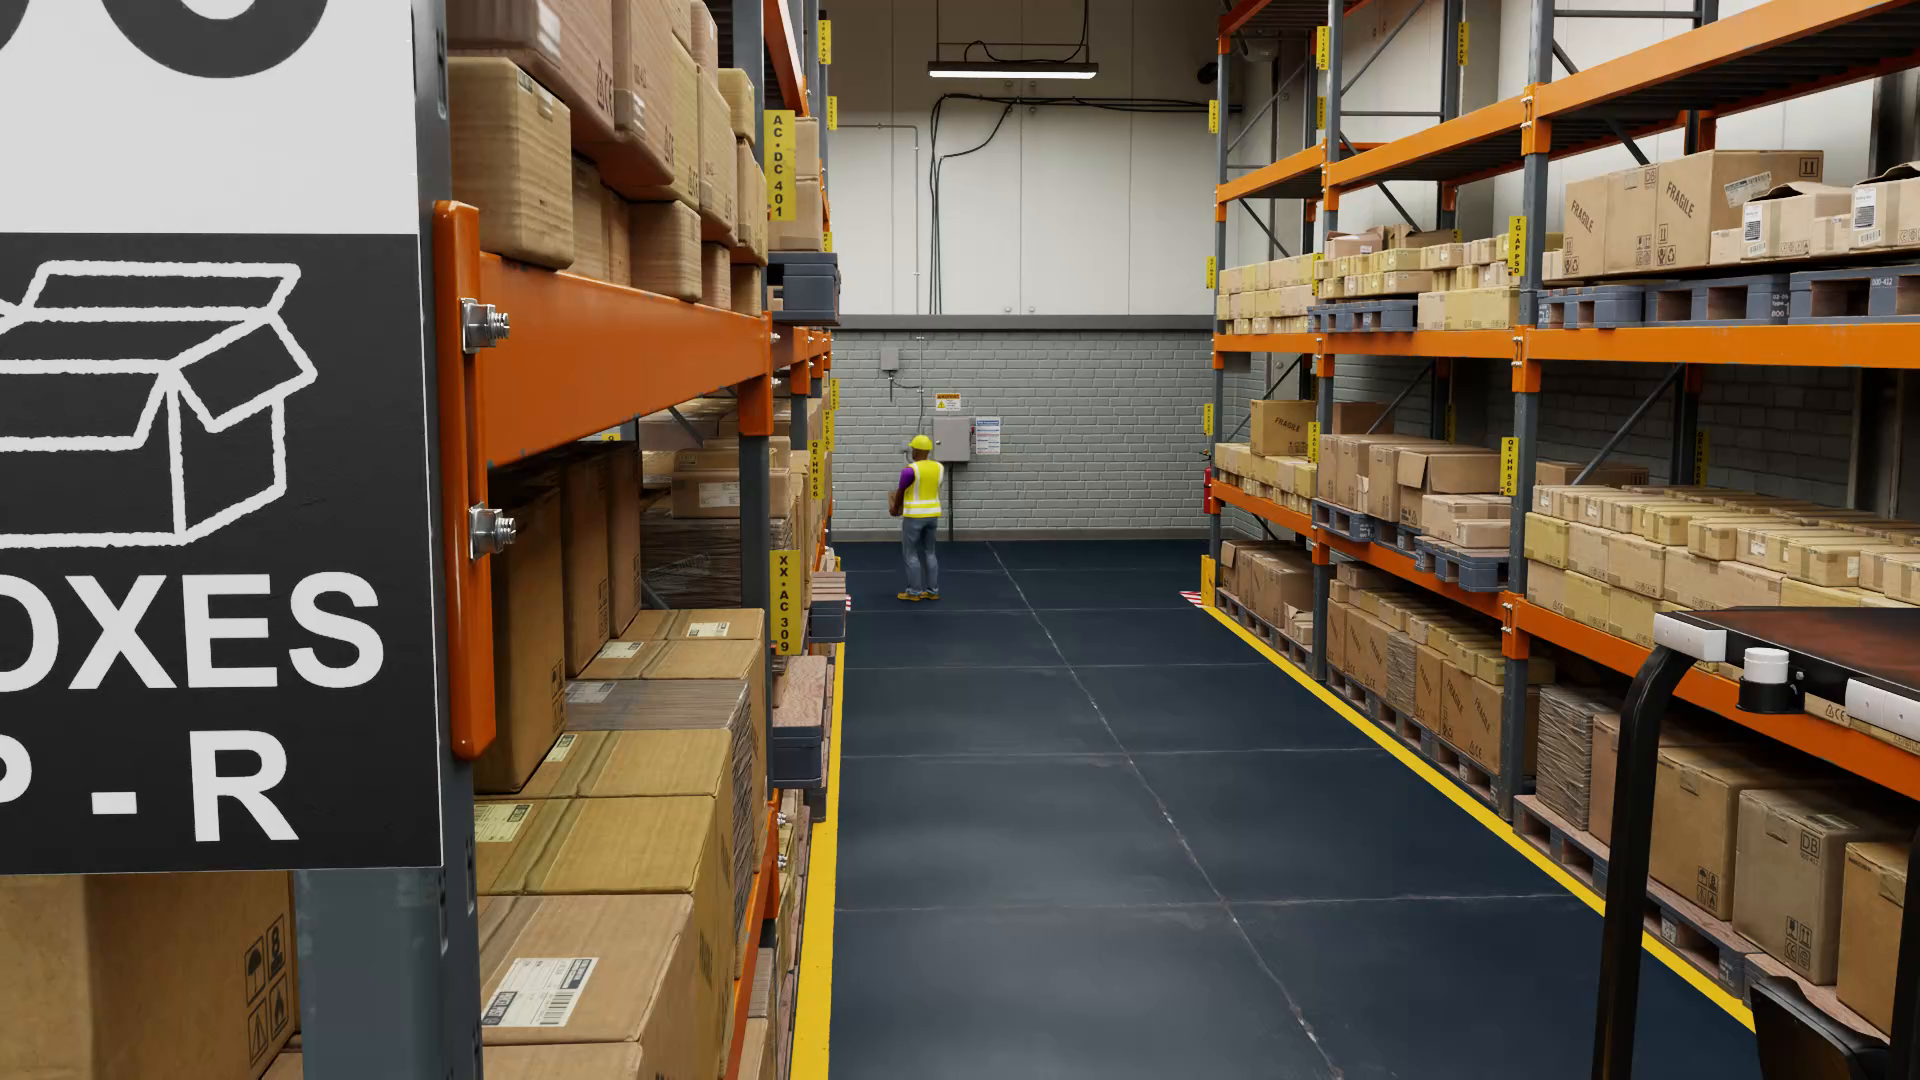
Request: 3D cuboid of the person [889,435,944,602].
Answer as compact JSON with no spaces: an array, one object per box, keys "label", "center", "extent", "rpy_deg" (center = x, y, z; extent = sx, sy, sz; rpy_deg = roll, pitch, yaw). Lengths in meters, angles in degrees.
[{"label":"person","center":[-0.484,-0.242,17.681],"extent":[0.504,1.762,0.566],"rpy_deg":[-6,9,-40]}]
